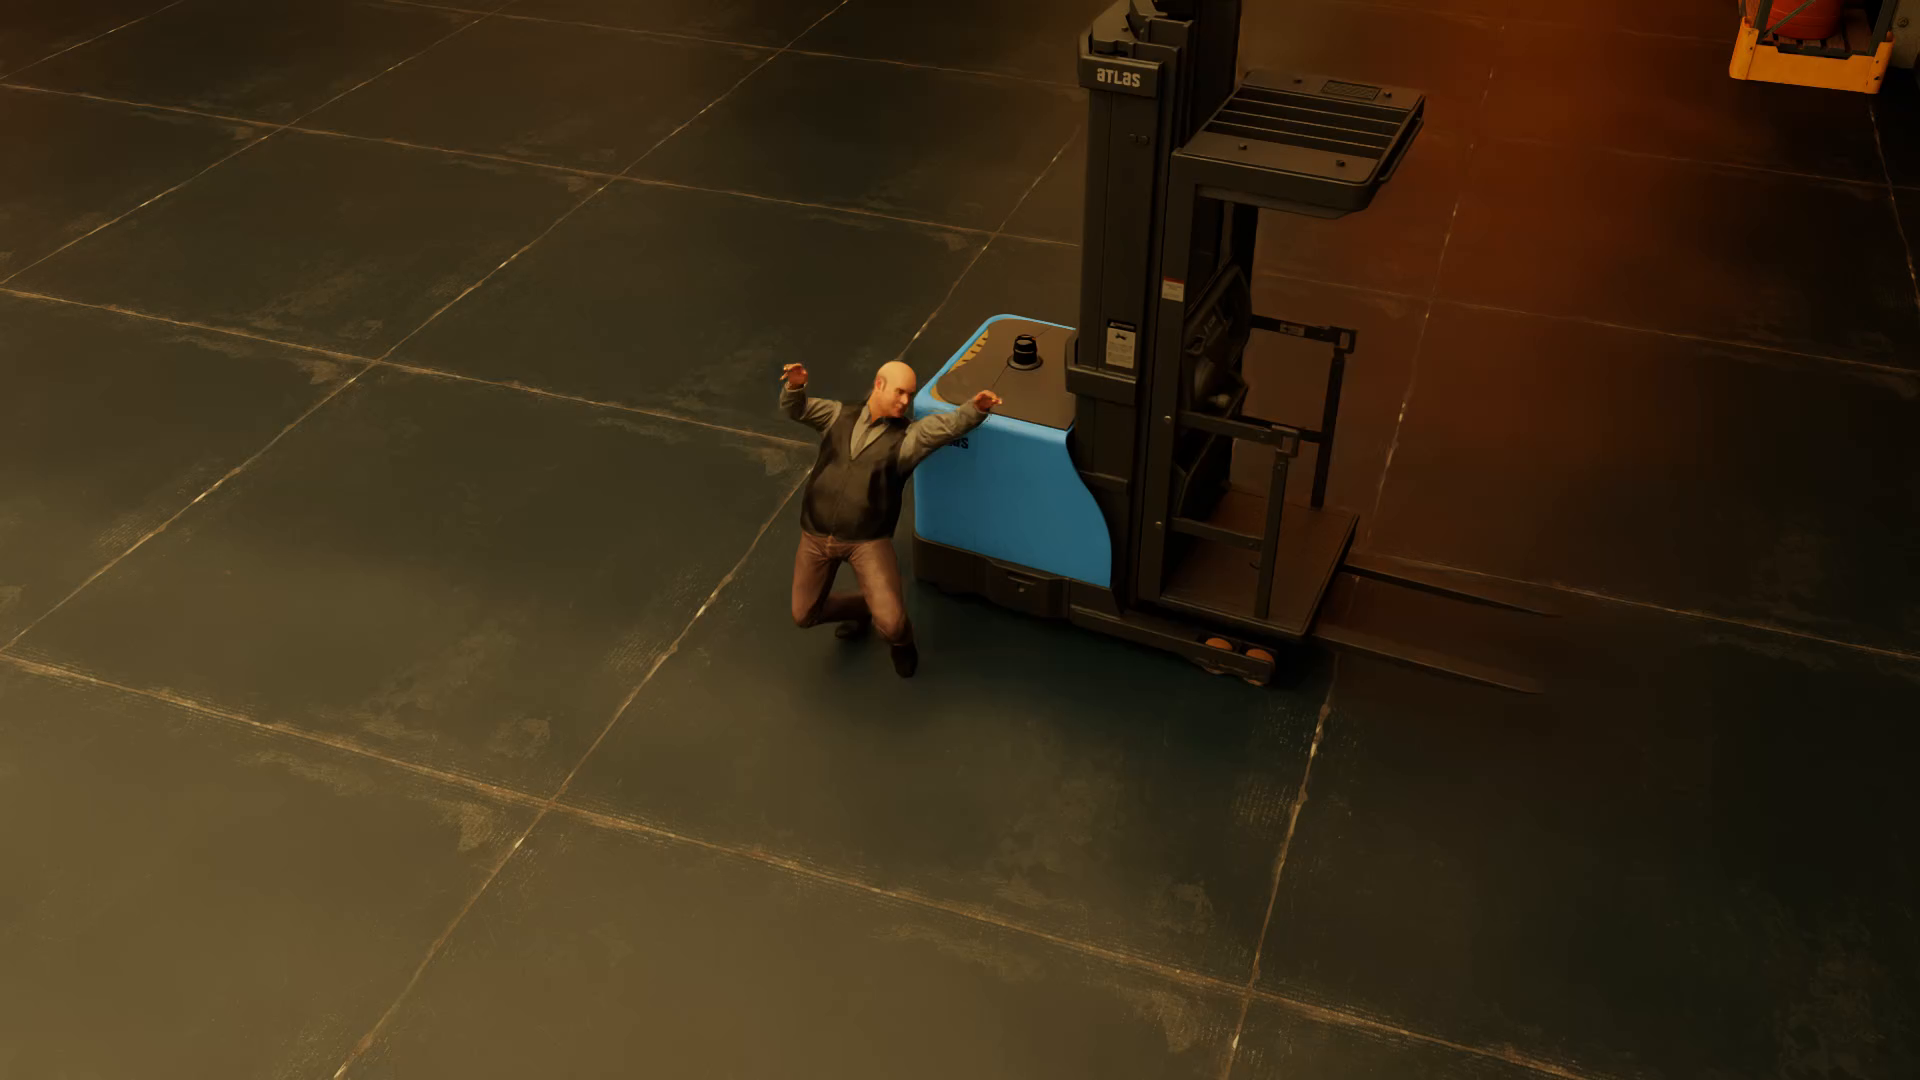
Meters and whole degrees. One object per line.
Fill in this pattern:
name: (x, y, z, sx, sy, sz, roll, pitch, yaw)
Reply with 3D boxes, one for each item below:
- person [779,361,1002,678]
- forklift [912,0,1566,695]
person: (-0.313, -0.100, 7.408, 1.004, 1.626, 0.787, 13, 37, 17)
forklift: (1.326, -0.876, 7.346, 3.031, 2.935, 1.130, 15, 38, 20)
